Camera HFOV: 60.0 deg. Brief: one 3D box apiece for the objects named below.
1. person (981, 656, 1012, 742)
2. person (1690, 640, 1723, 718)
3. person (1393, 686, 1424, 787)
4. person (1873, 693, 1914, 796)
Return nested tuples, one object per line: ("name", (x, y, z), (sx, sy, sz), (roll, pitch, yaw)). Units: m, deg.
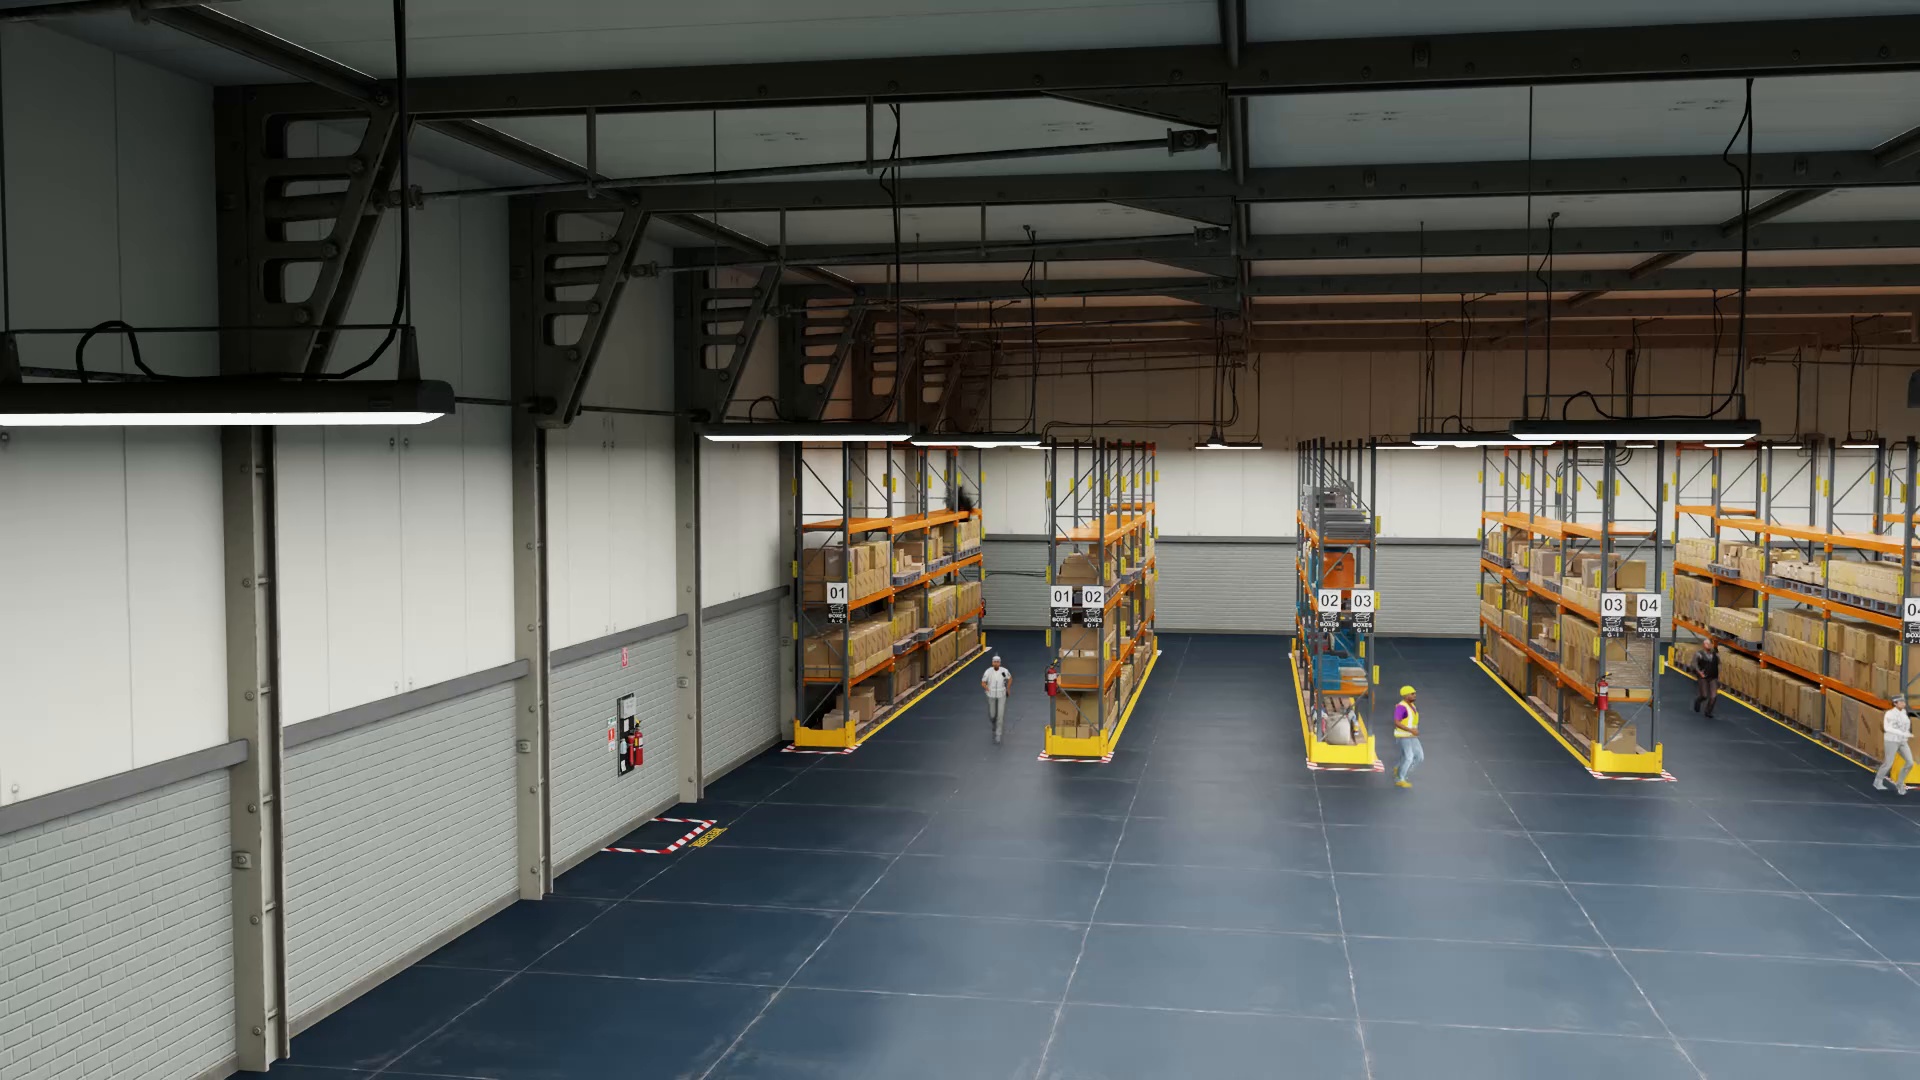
("person", (0.731, 3.140, 33.209), (0.613, 1.666, 0.900), (0, 3, 5))
("person", (16.141, 2.984, 35.912), (0.658, 1.670, 0.609), (0, 3, 1))
("person", (7.651, 3.350, 28.385), (0.570, 1.727, 0.713), (2, 4, 39))
("person", (15.693, 3.420, 27.834), (0.635, 1.744, 0.689), (-1, 3, -19))
